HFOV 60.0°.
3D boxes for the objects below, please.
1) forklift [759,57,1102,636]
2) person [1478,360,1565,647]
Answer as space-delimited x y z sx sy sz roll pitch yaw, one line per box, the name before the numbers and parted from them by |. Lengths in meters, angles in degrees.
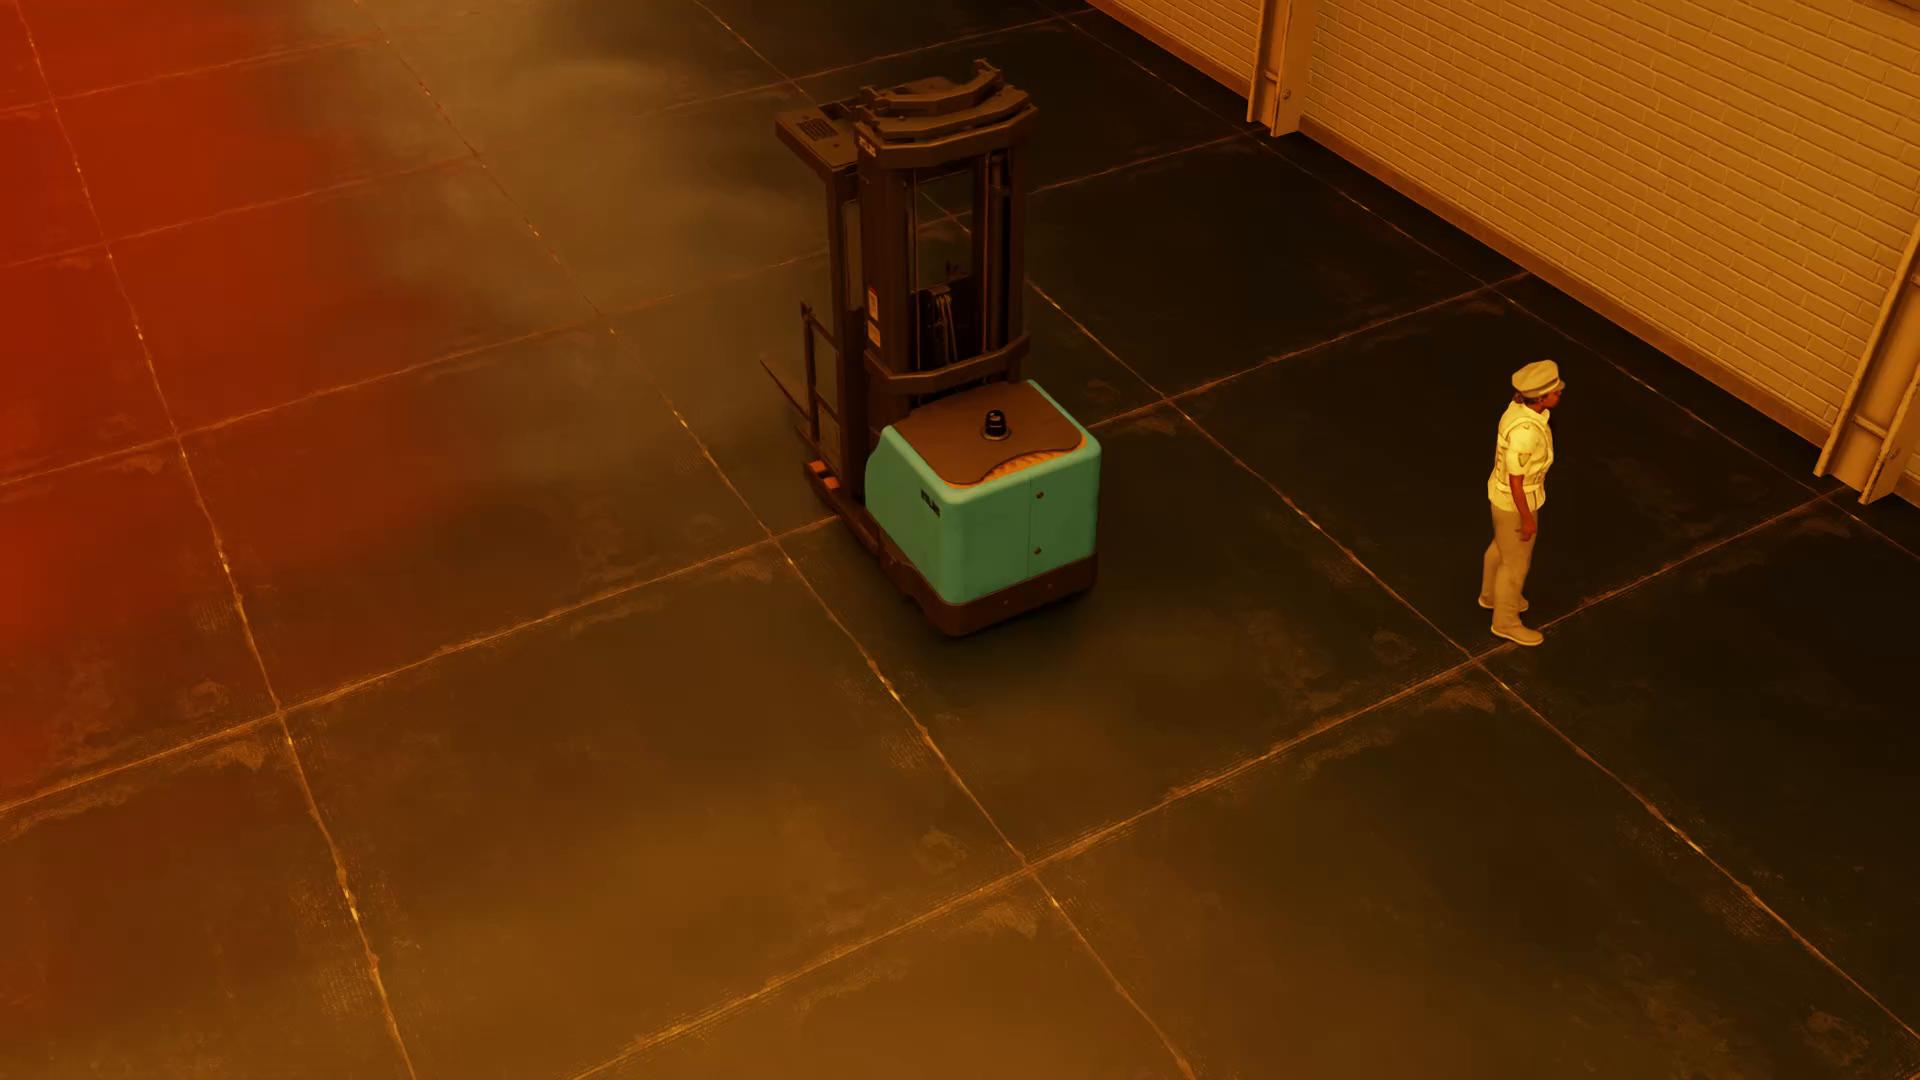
forklift | -0.353 -1.499 9.843 1.130 2.935 3.031 -20 44 -22
person | 3.174 -0.227 9.281 0.503 1.701 0.547 9 40 10
